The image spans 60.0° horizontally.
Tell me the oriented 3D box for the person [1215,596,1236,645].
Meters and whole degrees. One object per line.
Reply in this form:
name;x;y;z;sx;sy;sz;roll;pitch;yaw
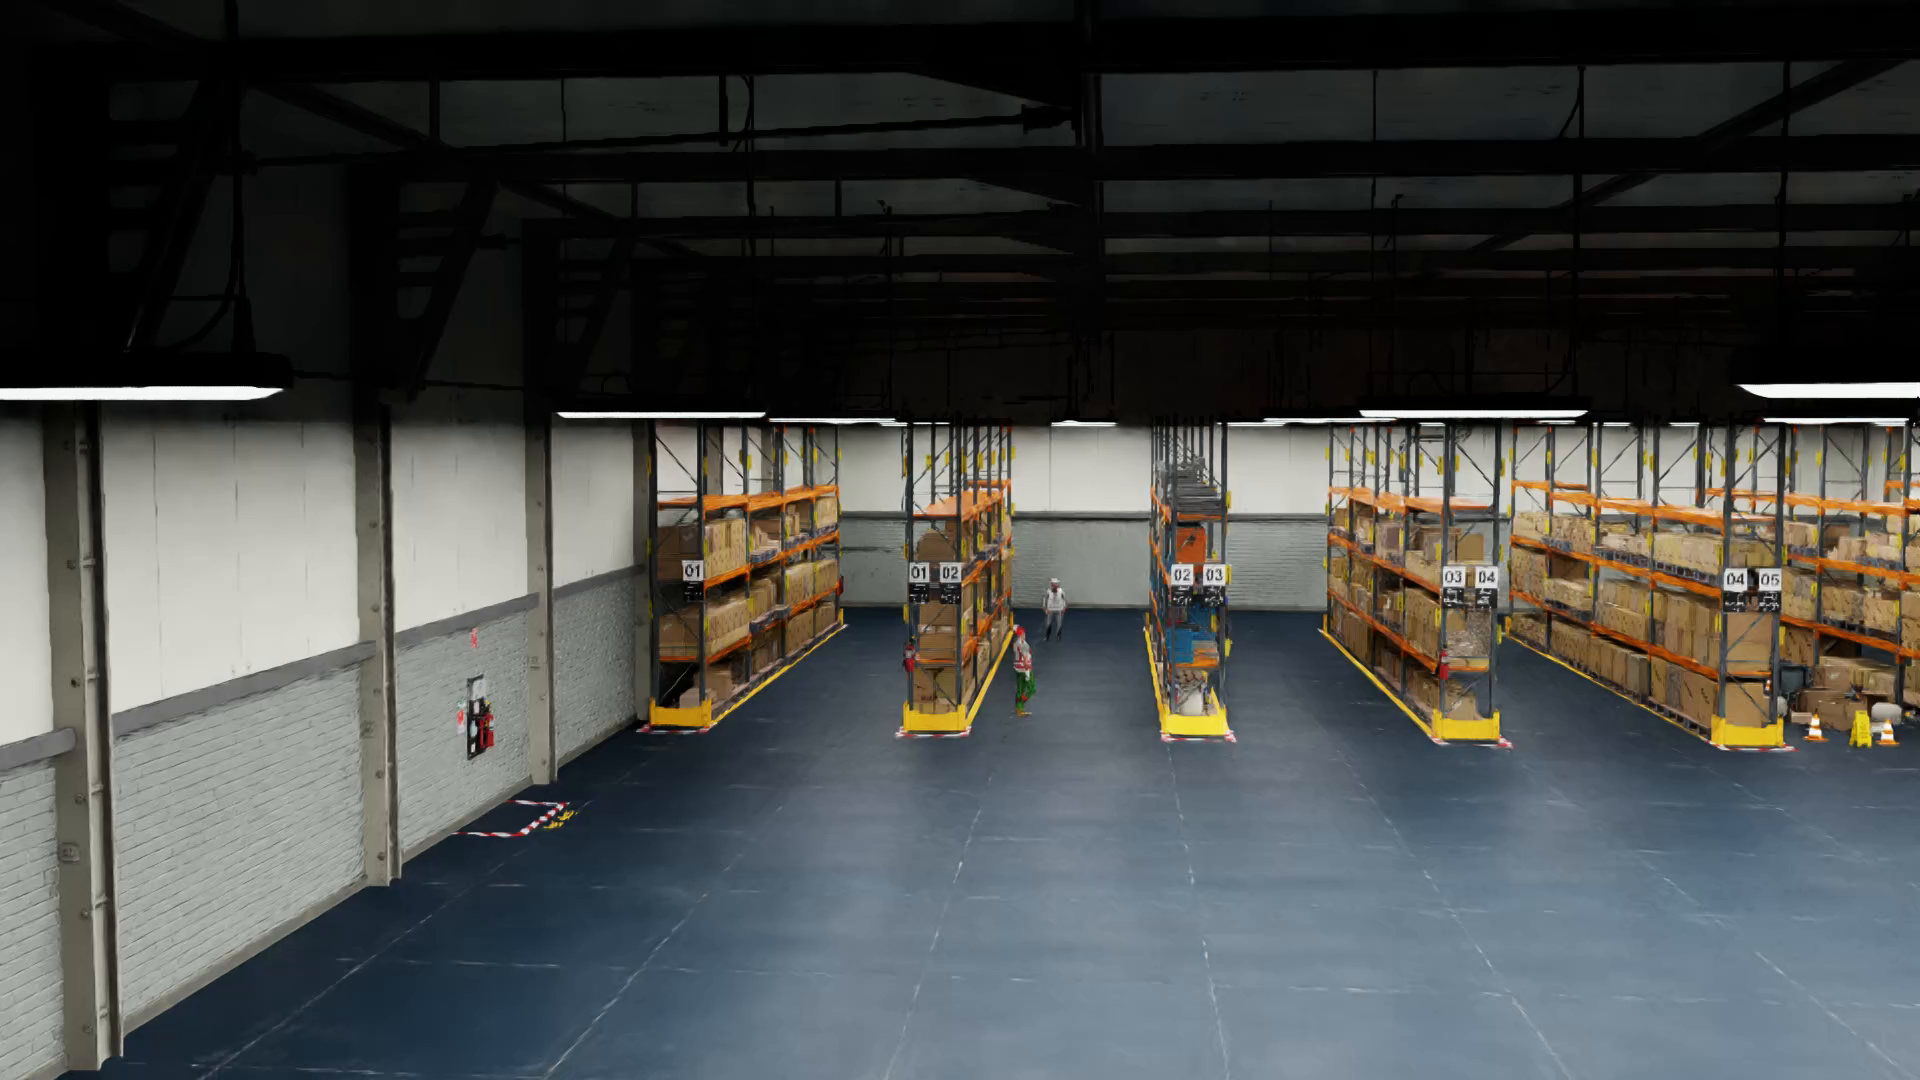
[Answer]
person;6.841;1.987;43.711;0.588;1.592;0.720;-1;4;-19

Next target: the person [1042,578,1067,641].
person;2.542;1.864;44.662;0.677;1.726;0.574;0;4;3

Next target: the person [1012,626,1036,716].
person;1.228;2.604;33.034;0.443;1.786;0.594;-2;4;-23
